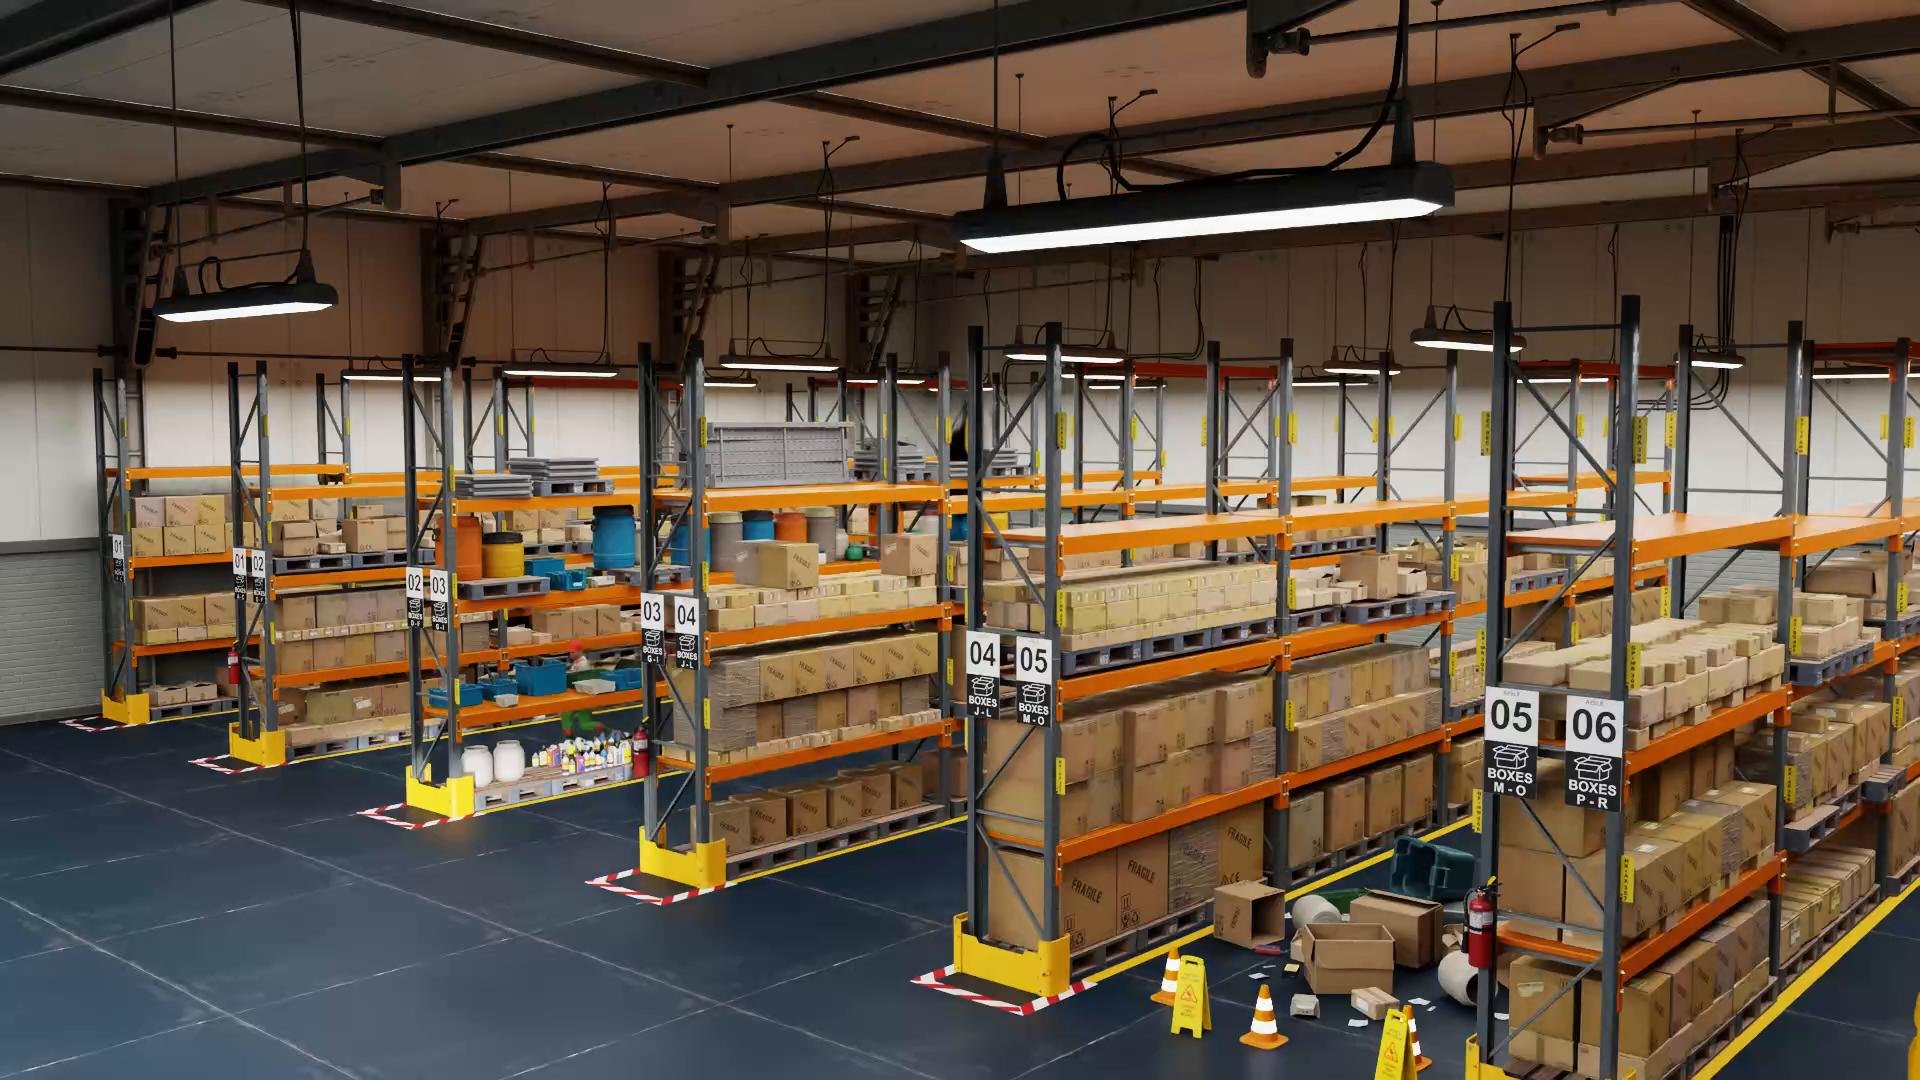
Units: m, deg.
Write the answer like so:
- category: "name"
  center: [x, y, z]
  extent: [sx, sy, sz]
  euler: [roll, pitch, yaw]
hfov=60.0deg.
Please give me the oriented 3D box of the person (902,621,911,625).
- category: "person"
  center: [-0.801, 2.068, 30.743]
  extent: [0.920, 1.754, 0.721]
  euler: [-2, 5, -30]

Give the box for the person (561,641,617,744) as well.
- category: "person"
  center: [-5.791, 2.404, 25.598]
  extent: [0.936, 1.739, 0.642]
  euler: [-2, 5, -26]
